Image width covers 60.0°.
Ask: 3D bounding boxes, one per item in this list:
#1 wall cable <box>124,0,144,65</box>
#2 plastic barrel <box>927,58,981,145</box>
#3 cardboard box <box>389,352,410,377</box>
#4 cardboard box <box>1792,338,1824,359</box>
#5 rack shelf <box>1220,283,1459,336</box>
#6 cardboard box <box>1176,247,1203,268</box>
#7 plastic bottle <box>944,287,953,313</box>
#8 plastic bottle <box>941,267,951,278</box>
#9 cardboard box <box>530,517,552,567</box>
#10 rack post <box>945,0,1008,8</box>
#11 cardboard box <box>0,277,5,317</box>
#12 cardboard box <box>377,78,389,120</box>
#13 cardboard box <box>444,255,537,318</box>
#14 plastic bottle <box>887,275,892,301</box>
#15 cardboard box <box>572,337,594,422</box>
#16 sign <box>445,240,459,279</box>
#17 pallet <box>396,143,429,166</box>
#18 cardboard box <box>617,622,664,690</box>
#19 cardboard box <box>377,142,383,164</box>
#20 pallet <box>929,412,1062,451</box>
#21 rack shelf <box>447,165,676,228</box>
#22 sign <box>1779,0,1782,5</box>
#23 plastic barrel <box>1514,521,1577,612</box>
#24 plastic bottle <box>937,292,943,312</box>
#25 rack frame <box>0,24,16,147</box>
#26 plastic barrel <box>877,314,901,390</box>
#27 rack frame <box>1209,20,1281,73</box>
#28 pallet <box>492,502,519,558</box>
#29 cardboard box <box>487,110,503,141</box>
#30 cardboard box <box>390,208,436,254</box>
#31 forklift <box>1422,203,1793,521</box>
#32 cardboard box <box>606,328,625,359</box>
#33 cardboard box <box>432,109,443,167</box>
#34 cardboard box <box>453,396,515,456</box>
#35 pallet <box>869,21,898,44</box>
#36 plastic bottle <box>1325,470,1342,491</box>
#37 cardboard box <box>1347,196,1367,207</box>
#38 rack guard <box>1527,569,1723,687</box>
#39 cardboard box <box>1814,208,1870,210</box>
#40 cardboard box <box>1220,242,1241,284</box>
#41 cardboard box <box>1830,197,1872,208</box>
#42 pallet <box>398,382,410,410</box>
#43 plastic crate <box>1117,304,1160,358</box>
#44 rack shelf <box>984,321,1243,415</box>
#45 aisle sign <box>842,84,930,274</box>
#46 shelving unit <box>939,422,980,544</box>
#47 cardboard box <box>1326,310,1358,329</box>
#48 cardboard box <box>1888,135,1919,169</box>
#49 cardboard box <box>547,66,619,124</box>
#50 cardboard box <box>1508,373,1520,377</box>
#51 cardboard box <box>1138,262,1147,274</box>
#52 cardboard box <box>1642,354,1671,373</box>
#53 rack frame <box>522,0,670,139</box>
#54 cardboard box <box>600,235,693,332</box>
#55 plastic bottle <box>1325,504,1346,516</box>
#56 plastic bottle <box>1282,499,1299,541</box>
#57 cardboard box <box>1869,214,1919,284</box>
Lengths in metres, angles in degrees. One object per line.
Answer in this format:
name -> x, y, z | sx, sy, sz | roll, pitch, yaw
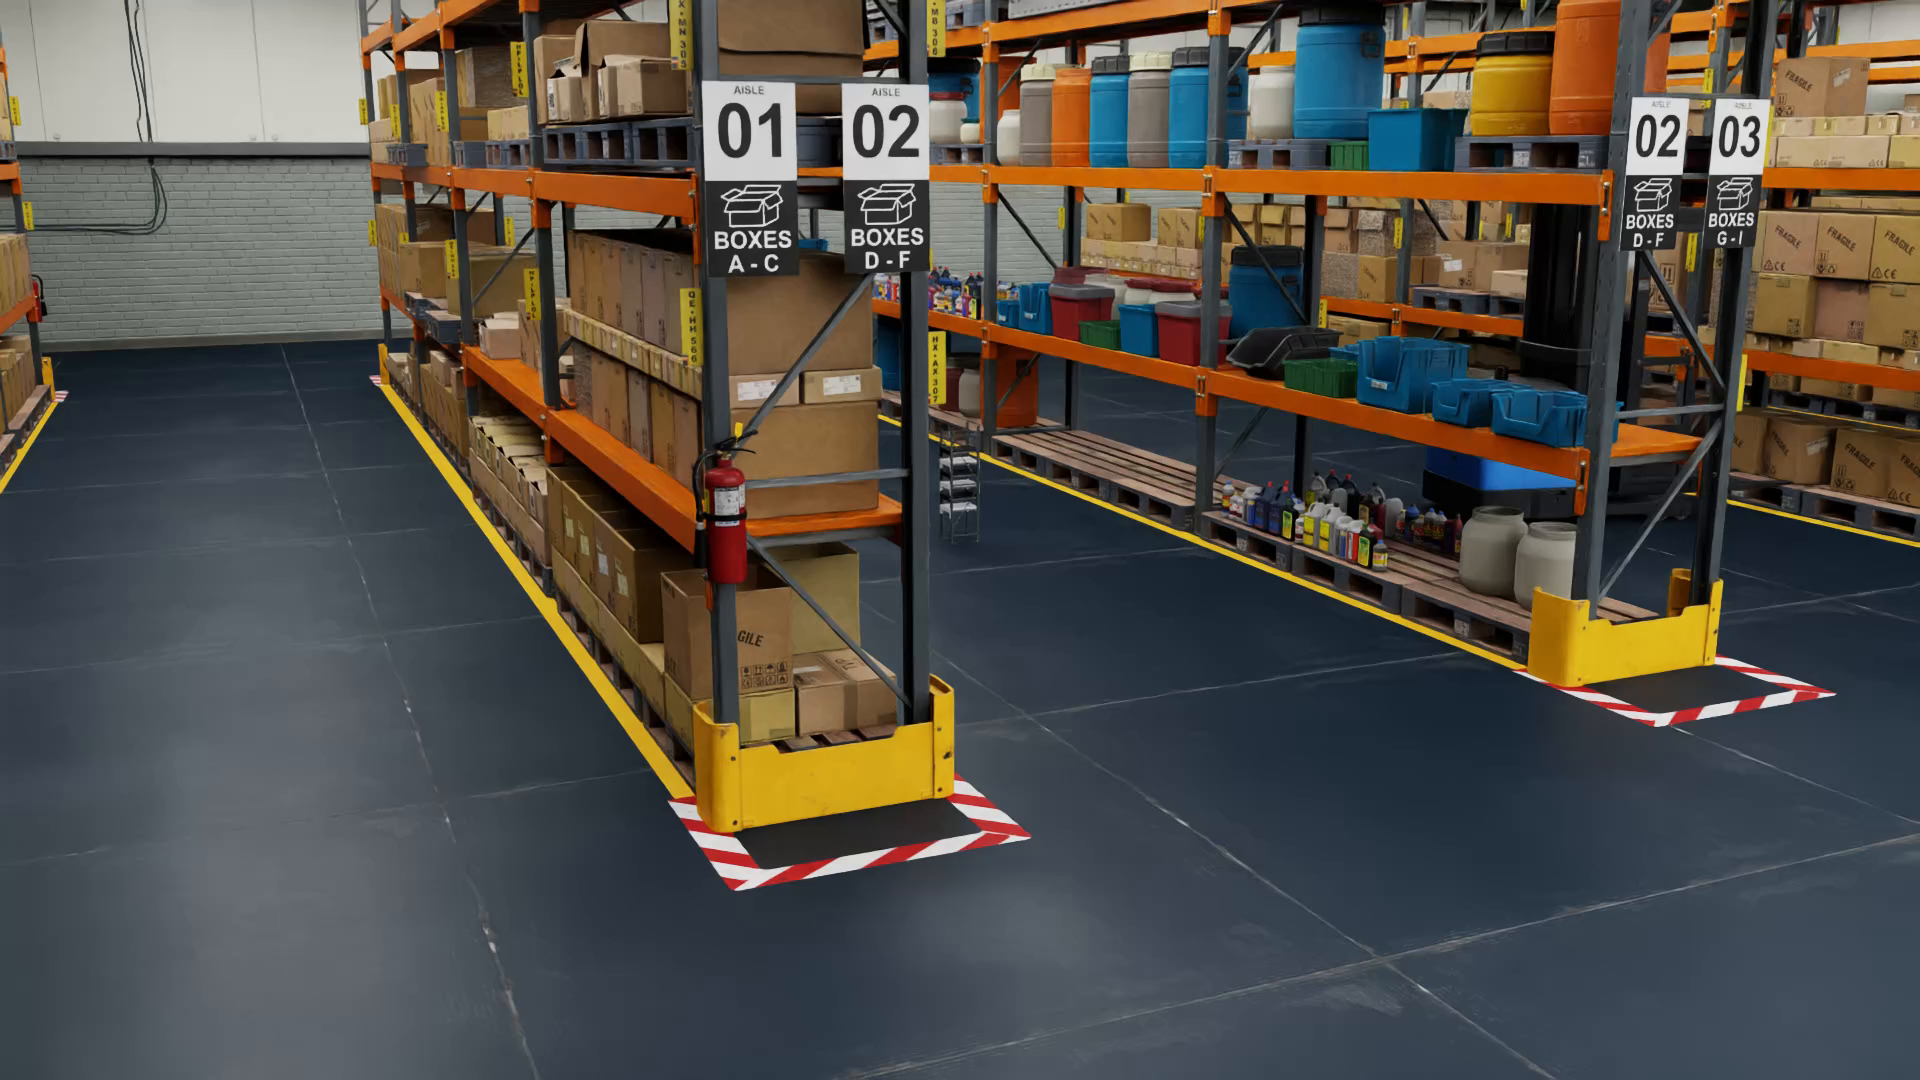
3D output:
wall cable -> -11.026, -8.435, 25.044 | 3.097, 2.526, 0.112 | -6, 14, -23
plastic barrel -> -0.063, -4.759, 18.086 | 0.600, 0.901, 0.708 | -6, 14, -23
cardboard box -> -6.871, -2.201, 20.850 | 0.500, 0.250, 0.500 | -6, 14, -23
cardboard box -> 7.051, -1.580, 13.603 | 0.380, 0.149, 0.250 | -6, 14, -23
rack shelf -> 4.452, -2.872, 20.220 | 1.077, 0.370, 4.000 | -6, 14, -23
cardboard box -> 3.234, -3.775, 22.200 | 0.500, 0.250, 0.500 | -6, 14, -24
plastic bottle -> -0.116, -2.497, 17.294 | 0.097, 0.271, 0.097 | 0, 13, 0
plastic bottle -> -0.145, -2.965, 19.139 | 0.144, 0.351, 0.185 | -6, 14, -23
cardboard box -> -2.654, -0.013, 11.440 | 0.500, 0.250, 0.500 | -6, 14, -24
rack post -> 0.387, -5.393, 16.384 | 0.954, 0.300, 0.937 | -6, 14, -23
cardboard box -> -10.167, -2.553, 16.582 | 0.980, 0.700, 0.700 | -5, 14, -22
cardboard box -> -6.686, -5.349, 20.239 | 0.700, 0.500, 0.500 | -6, 14, -23
cardboard box -> -4.181, -2.288, 14.951 | 0.700, 0.500, 0.500 | -12, 18, -42
plastic bottle -> -0.776, -2.833, 18.718 | 0.061, 0.283, 0.133 | -6, 14, -23
cardboard box -> -2.039, -1.046, 10.516 | 0.700, 0.500, 0.500 | -6, 14, -24
sign -> -4.318, -2.389, 14.149 | 0.100, 0.325, 0.005 | -6, 14, -23
pallet -> -4.812, -3.756, 16.211 | 1.213, 0.211, 1.003 | -6, 14, -23
cardboard box -> -1.519, 0.583, 8.863 | 0.500, 0.250, 0.500 | -6, 14, -23
cardboard box -> -6.667, -4.619, 19.856 | 0.500, 0.250, 0.500 | -6, 14, -23
pallet -> 0.361, -1.162, 17.423 | 1.003, 0.211, 1.213 | -6, 14, -23
rack shelf -> -3.024, -2.613, 12.449 | 1.077, 0.370, 4.000 | -6, 14, -23
sign -> 12.213, -7.940, 24.798 | 0.100, 0.325, 0.005 | -6, 14, -23
plastic barrel -> 3.586, 0.170, 10.070 | 0.421, 0.512, 0.421 | 0, 13, 0
plastic bottle -> -0.194, -2.504, 17.475 | 0.097, 0.201, 0.097 | 0, 13, 0
rack frame -> -11.567, -6.042, 19.019 | 1.000, 3.000, 0.127 | -6, 14, -23
plastic barrel -> -0.685, -2.256, 19.689 | 0.600, 0.901, 0.708 | -6, 14, -23
rack frame -> 3.651, -6.558, 21.248 | 1.000, 3.000, 0.127 | -6, 14, -23
pallet -> -3.046, -0.131, 12.968 | 1.003, 0.211, 1.213 | -6, 14, -23
cardboard box -> -3.592, -3.419, 13.739 | 0.500, 0.250, 0.500 | -7, 15, -27
cardboard box -> -6.277, -3.568, 19.194 | 0.500, 0.500, 0.500 | -6, 14, -23
forklift -> 5.498, -1.698, 13.706 | 3.031, 2.935, 1.130 | -3, 13, -12
cardboard box -> -1.773, -1.114, 9.372 | 0.380, 0.149, 0.250 | -6, 14, -25
cardboard box -> -4.235, -3.617, 14.973 | 0.910, 0.500, 0.500 | -6, 14, -23
cardboard box -> -4.415, -1.083, 15.467 | 0.500, 0.500, 0.500 | -5, 14, -21
pallet -> -0.528, -5.656, 18.655 | 1.003, 0.211, 1.213 | -6, 14, -23
plastic bottle -> 2.839, -0.352, 12.637 | 0.144, 0.351, 0.185 | -6, 14, -24
cardboard box -> 6.570, -5.453, 26.679 | 0.500, 0.500, 0.500 | -6, 14, -23
rack guard -> 3.846, 0.498, 9.611 | 1.175, 0.500, 0.348 | -6, 14, -23
cardboard box -> 10.213, -3.574, 19.220 | 0.700, 0.500, 0.500 | -6, 14, -24
cardboard box -> 3.606, -3.566, 21.405 | 0.500, 0.500, 0.500 | -6, 14, -23
cardboard box -> 13.072, -4.743, 24.271 | 0.500, 0.500, 0.500 | -6, 14, -24
pallet -> -6.194, -1.777, 20.080 | 1.003, 0.211, 1.213 | -6, 14, -23
plastic crate -> 1.590, -1.727, 13.715 | 0.392, 0.384, 0.575 | -6, 14, -23
rack shelf -> 1.516, -1.598, 14.717 | 1.077, 0.370, 4.000 | -6, 14, -23
aisle sign -> -0.313, -1.543, 7.118 | 0.394, 0.787, 0.004 | -6, 14, -23
shelving unit -> -0.003, -0.440, 12.776 | 0.258, 0.900, 0.210 | -6, 14, -23
cardboard box -> 4.646, -2.308, 19.969 | 1.225, 0.875, 0.875 | -6, 14, -23
cardboard box -> 7.426, -2.934, 12.575 | 0.500, 0.250, 0.500 | -6, 14, -24
cardboard box -> -2.046, -2.540, 9.495 | 0.500, 0.311, 0.500 | -6, 15, -26
cardboard box -> 6.007, -1.439, 17.002 | 0.700, 0.500, 0.500 | -4, 14, -18
cardboard box -> 2.714, -3.812, 23.244 | 0.380, 0.149, 0.250 | -6, 14, -24
cardboard box -> 9.131, -2.443, 21.384 | 0.500, 0.500, 0.500 | -5, 14, -21
rack frame -> -2.223, -4.011, 10.244 | 1.000, 3.000, 0.127 | -6, 14, -23
cardboard box -> -1.636, -1.470, 9.471 | 0.700, 0.500, 0.500 | -6, 14, -23
plastic bottle -> 2.632, -0.110, 11.757 | 0.152, 0.276, 0.135 | -6, 14, -23
plastic bottle -> 2.364, -0.145, 11.892 | 0.061, 0.283, 0.133 | -5, 14, -20
cardboard box -> 7.415, -2.238, 12.790 | 0.500, 0.500, 0.500 | -6, 14, -23
